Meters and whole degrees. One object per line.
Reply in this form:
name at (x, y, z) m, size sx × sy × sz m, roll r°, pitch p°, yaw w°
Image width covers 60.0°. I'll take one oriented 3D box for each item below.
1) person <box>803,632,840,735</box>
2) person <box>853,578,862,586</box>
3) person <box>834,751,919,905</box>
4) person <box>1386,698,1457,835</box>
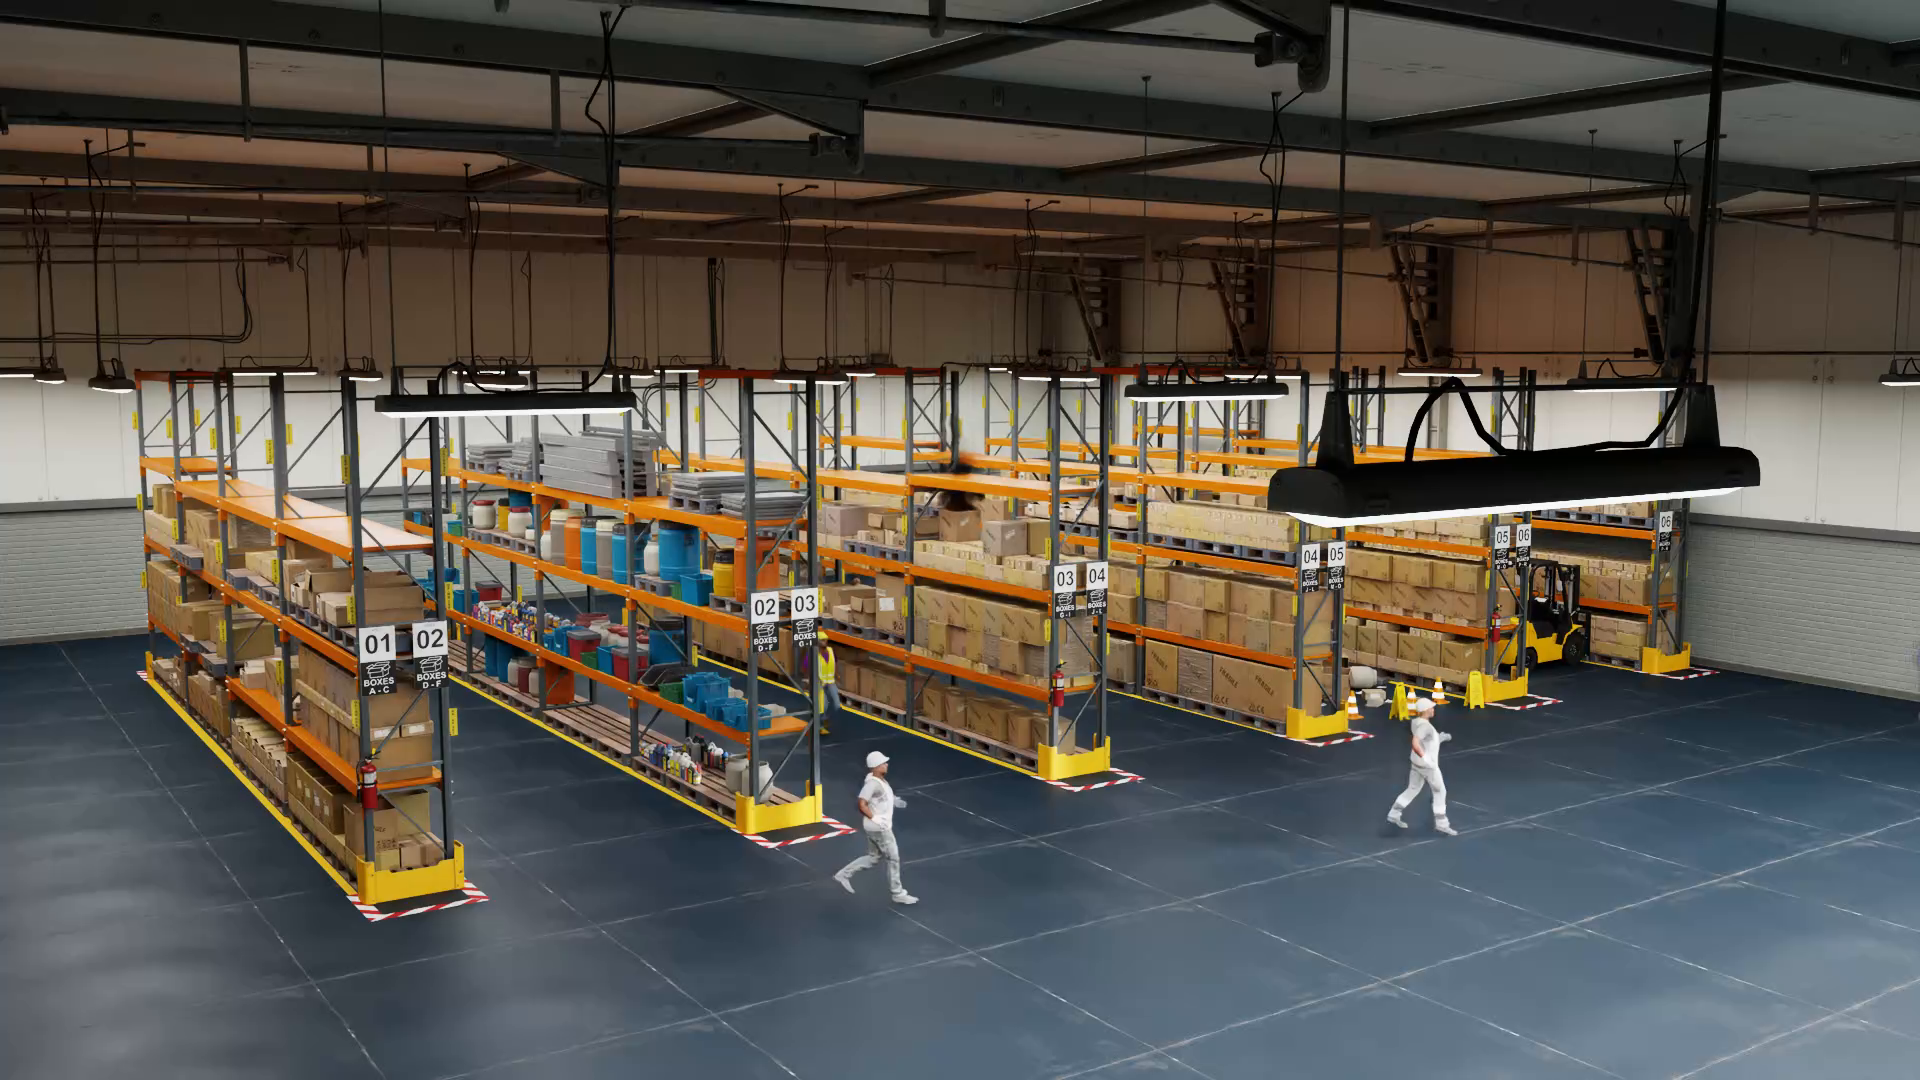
person at (-2.238, 2.368, 27.455) m, size 0.674 × 1.721 × 0.569 m, roll -5°, pitch 8°, yaw -35°
person at (-2.175, 1.574, 35.312) m, size 0.518 × 1.554 × 0.526 m, roll -6°, pitch 8°, yaw -40°
person at (-0.963, 3.301, 19.051) m, size 0.971 × 1.787 × 0.683 m, roll -1°, pitch 7°, yaw -9°
person at (6.077, 2.965, 21.791) m, size 0.910 × 1.816 × 0.655 m, roll -1°, pitch 6°, yaw -6°
